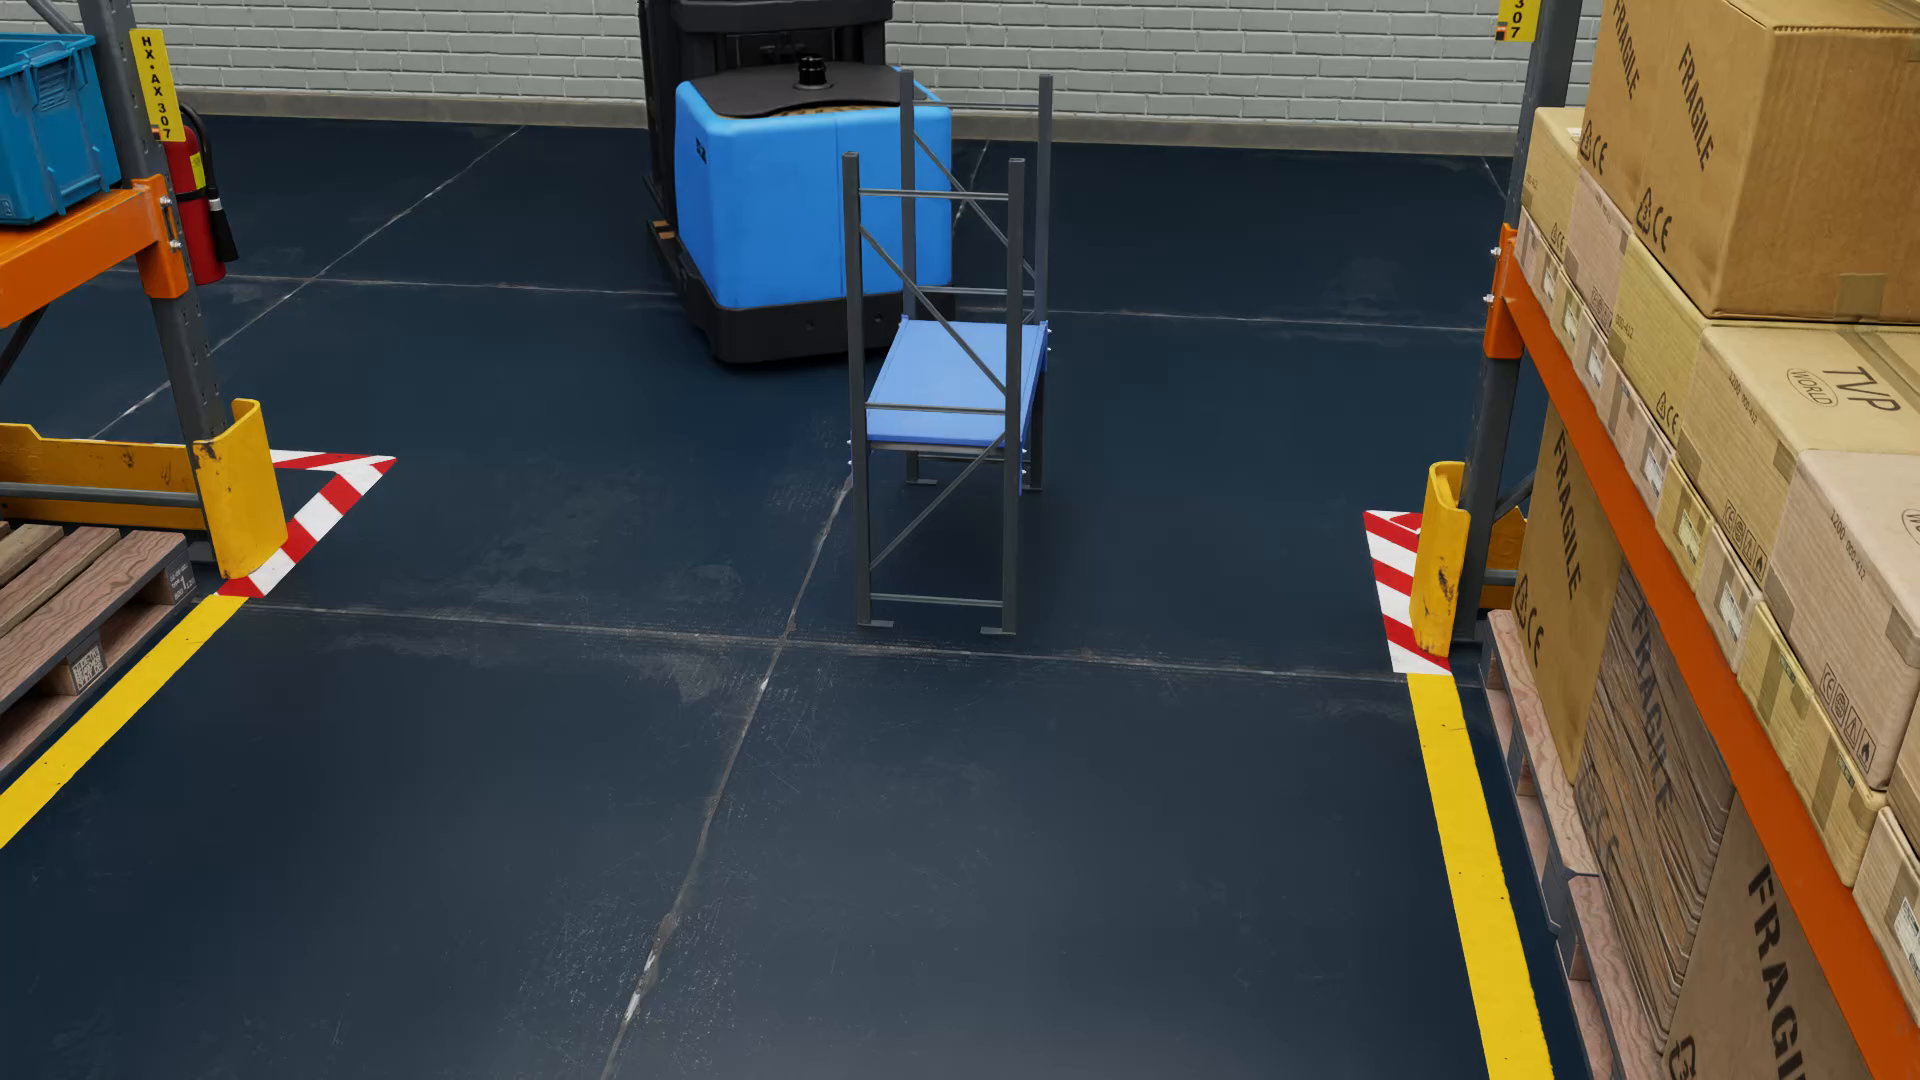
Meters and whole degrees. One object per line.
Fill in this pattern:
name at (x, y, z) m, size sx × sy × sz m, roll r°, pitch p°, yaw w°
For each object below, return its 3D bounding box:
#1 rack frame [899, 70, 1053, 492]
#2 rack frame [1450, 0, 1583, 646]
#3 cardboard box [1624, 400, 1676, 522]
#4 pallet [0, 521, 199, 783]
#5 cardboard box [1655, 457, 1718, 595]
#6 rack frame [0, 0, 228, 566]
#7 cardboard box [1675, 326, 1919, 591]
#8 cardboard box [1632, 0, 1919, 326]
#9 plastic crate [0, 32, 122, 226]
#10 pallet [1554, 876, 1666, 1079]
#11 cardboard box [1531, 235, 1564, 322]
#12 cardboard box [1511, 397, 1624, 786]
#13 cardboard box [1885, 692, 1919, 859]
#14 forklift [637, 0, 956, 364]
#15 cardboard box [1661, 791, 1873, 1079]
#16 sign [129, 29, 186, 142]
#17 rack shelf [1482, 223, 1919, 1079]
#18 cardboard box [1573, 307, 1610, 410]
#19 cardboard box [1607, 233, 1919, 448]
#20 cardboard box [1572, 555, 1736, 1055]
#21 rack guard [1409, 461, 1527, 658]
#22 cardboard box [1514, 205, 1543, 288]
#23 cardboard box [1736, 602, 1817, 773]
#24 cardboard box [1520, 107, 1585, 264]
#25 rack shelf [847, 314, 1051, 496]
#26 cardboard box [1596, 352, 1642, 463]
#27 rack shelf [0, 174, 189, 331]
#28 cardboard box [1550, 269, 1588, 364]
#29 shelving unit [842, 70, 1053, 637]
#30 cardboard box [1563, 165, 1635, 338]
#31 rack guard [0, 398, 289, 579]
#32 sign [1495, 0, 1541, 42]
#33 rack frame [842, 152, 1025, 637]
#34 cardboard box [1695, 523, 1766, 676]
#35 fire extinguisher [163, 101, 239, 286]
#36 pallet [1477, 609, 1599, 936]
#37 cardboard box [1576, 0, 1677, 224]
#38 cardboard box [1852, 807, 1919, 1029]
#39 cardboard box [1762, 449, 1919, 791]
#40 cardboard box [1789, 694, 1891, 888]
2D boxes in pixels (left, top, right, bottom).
rack frame at (0.052, -0.859, 5.764) m, size 0.500 × 1.500 × 0.032 m, roll 3°, pitch 28°, yaw 6°
rack frame at (2.005, -1.002, 4.447) m, size 1.000 × 3.000 × 0.127 m, roll 3°, pitch 28°, yaw 6°
cardboard box at (1.479, -0.138, 3.108) m, size 0.380 × 0.149 × 0.250 m, roll 3°, pitch 28°, yaw 6°
pallet at (-3.050, 0.324, 4.926) m, size 1.003 × 0.211 × 1.213 m, roll 3°, pitch 28°, yaw 6°
cardboard box at (1.447, -0.019, 2.888) m, size 0.380 × 0.149 × 0.250 m, roll 3°, pitch 28°, yaw 5°
rack frame at (-2.910, -1.290, 4.981) m, size 1.000 × 3.000 × 0.127 m, roll 3°, pitch 28°, yaw 6°
cardboard box at (1.497, -0.129, 2.671) m, size 0.500 × 0.250 × 0.500 m, roll 3°, pitch 28°, yaw 5°
cardboard box at (1.560, -0.707, 2.953) m, size 0.500 × 0.500 × 0.500 m, roll 3°, pitch 28°, yaw 5°
plastic crate at (-2.766, -1.163, 4.646) m, size 0.616 × 0.435 × 0.499 m, roll 3°, pitch 28°, yaw 6°
pallet at (1.833, 1.180, 3.338) m, size 1.003 × 0.211 × 1.213 m, roll 3°, pitch 28°, yaw 6°
cardboard box at (1.604, -0.622, 4.007) m, size 0.380 × 0.149 × 0.250 m, roll 3°, pitch 28°, yaw 5°
cardboard box at (2.006, 0.055, 4.283) m, size 0.875 × 0.875 × 0.875 m, roll 3°, pitch 28°, yaw 6°
cardboard box at (1.370, 0.349, 1.783) m, size 0.500 × 0.250 × 0.500 m, roll 4°, pitch 29°, yaw 8°
forklift at (-0.958, -2.712, 7.694) m, size 1.130 × 2.935 × 3.031 m, roll -9°, pitch 30°, yaw -16°
cardboard box at (1.786, 0.902, 2.710) m, size 0.875 × 0.875 × 0.875 m, roll 3°, pitch 28°, yaw 6°
sign at (-2.362, -1.337, 4.897) m, size 0.100 × 0.325 × 0.005 m, roll 3°, pitch 28°, yaw 6°
rack shelf at (1.760, 0.256, 2.870) m, size 1.077 × 0.370 × 4.000 m, roll 3°, pitch 28°, yaw 6°
cardboard box at (1.542, -0.379, 3.556) m, size 0.380 × 0.149 × 0.250 m, roll 3°, pitch 28°, yaw 5°
cardboard box at (1.556, -0.375, 3.128) m, size 0.500 × 0.250 × 0.500 m, roll 2°, pitch 28°, yaw 4°
cardboard box at (1.895, 0.483, 3.488) m, size 0.875 × 0.875 × 0.875 m, roll 3°, pitch 28°, yaw 6°
rack guard at (2.008, 0.087, 5.061) m, size 1.175 × 0.500 × 0.348 m, roll 3°, pitch 28°, yaw 6°
cardboard box at (1.634, -0.743, 4.232) m, size 0.380 × 0.149 × 0.250 m, roll 4°, pitch 29°, yaw 7°
cardboard box at (1.384, 0.224, 2.436) m, size 0.380 × 0.149 × 0.250 m, roll 3°, pitch 28°, yaw 5°
cardboard box at (1.678, -0.856, 4.021) m, size 0.500 × 0.250 × 0.500 m, roll 3°, pitch 28°, yaw 5°
rack shelf at (-0.010, -0.462, 5.405) m, size 0.538 × 0.185 × 1.000 m, roll 3°, pitch 28°, yaw 6°
cardboard box at (1.510, -0.259, 3.334) m, size 0.380 × 0.149 × 0.250 m, roll 3°, pitch 28°, yaw 5°
rack shelf at (-3.155, -0.031, 3.404) m, size 1.077 × 0.370 × 4.000 m, roll 3°, pitch 28°, yaw 6°
cardboard box at (1.573, -0.502, 3.784) m, size 0.380 × 0.149 × 0.250 m, roll 3°, pitch 28°, yaw 5°
shelving unit at (-0.010, -0.620, 5.320) m, size 0.538 × 1.500 × 1.048 m, roll 3°, pitch 28°, yaw 6°
cardboard box at (1.621, -0.611, 3.567) m, size 0.500 × 0.250 × 0.500 m, roll 3°, pitch 28°, yaw 6°
rack guard at (-2.920, -0.201, 5.596) m, size 1.175 × 0.500 × 0.348 m, roll 3°, pitch 28°, yaw 6°
sign at (1.455, -1.453, 4.288) m, size 0.100 × 0.325 × 0.005 m, roll 3°, pitch 28°, yaw 6°
rack frame at (-0.073, -0.381, 4.876) m, size 0.500 × 1.500 × 0.032 m, roll 3°, pitch 28°, yaw 6°
cardboard box at (1.417, 0.105, 2.658) m, size 0.380 × 0.149 × 0.250 m, roll 4°, pitch 29°, yaw 7°
fire extinguisher at (-2.441, -1.136, 5.171) m, size 0.296 × 0.674 × 0.183 m, roll 3°, pitch 28°, yaw 6°
pallet at (1.985, 0.607, 4.401) m, size 1.003 × 0.211 × 1.213 m, roll 3°, pitch 28°, yaw 6°
cardboard box at (1.617, -0.951, 3.407) m, size 0.500 × 0.500 × 0.500 m, roll 3°, pitch 28°, yaw 5°
cardboard box at (1.322, 0.466, 1.987) m, size 0.380 × 0.149 × 0.250 m, roll 4°, pitch 29°, yaw 7°
cardboard box at (1.432, 0.109, 2.229) m, size 0.500 × 0.250 × 0.500 m, roll 4°, pitch 29°, yaw 7°
cardboard box at (1.353, 0.345, 2.212) m, size 0.380 × 0.149 × 0.250 m, roll 4°, pitch 29°, yaw 7°
